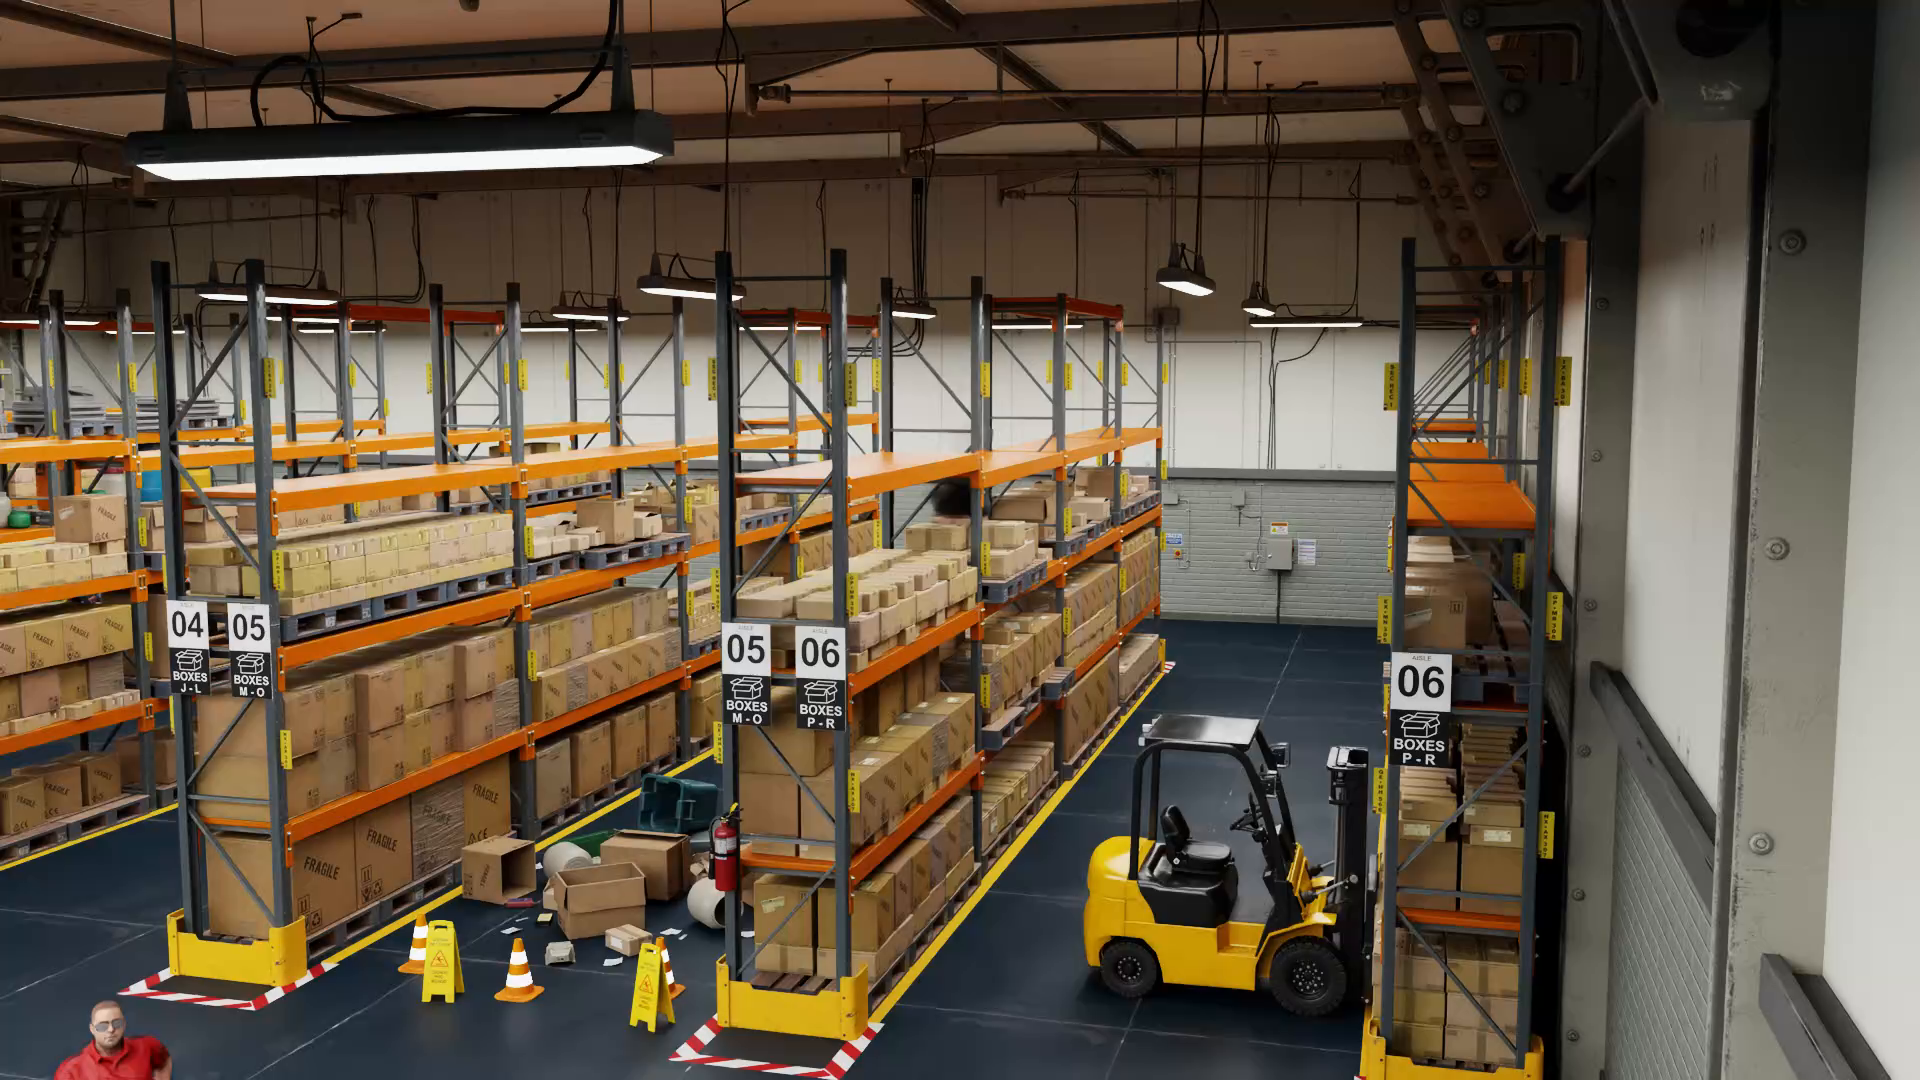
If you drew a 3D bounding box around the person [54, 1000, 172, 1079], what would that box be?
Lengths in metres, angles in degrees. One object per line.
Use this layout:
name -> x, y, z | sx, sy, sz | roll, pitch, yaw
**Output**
person -> -4.559, 3.372, 8.995 | 0.640, 1.795, 0.754 | -4, 7, -32
